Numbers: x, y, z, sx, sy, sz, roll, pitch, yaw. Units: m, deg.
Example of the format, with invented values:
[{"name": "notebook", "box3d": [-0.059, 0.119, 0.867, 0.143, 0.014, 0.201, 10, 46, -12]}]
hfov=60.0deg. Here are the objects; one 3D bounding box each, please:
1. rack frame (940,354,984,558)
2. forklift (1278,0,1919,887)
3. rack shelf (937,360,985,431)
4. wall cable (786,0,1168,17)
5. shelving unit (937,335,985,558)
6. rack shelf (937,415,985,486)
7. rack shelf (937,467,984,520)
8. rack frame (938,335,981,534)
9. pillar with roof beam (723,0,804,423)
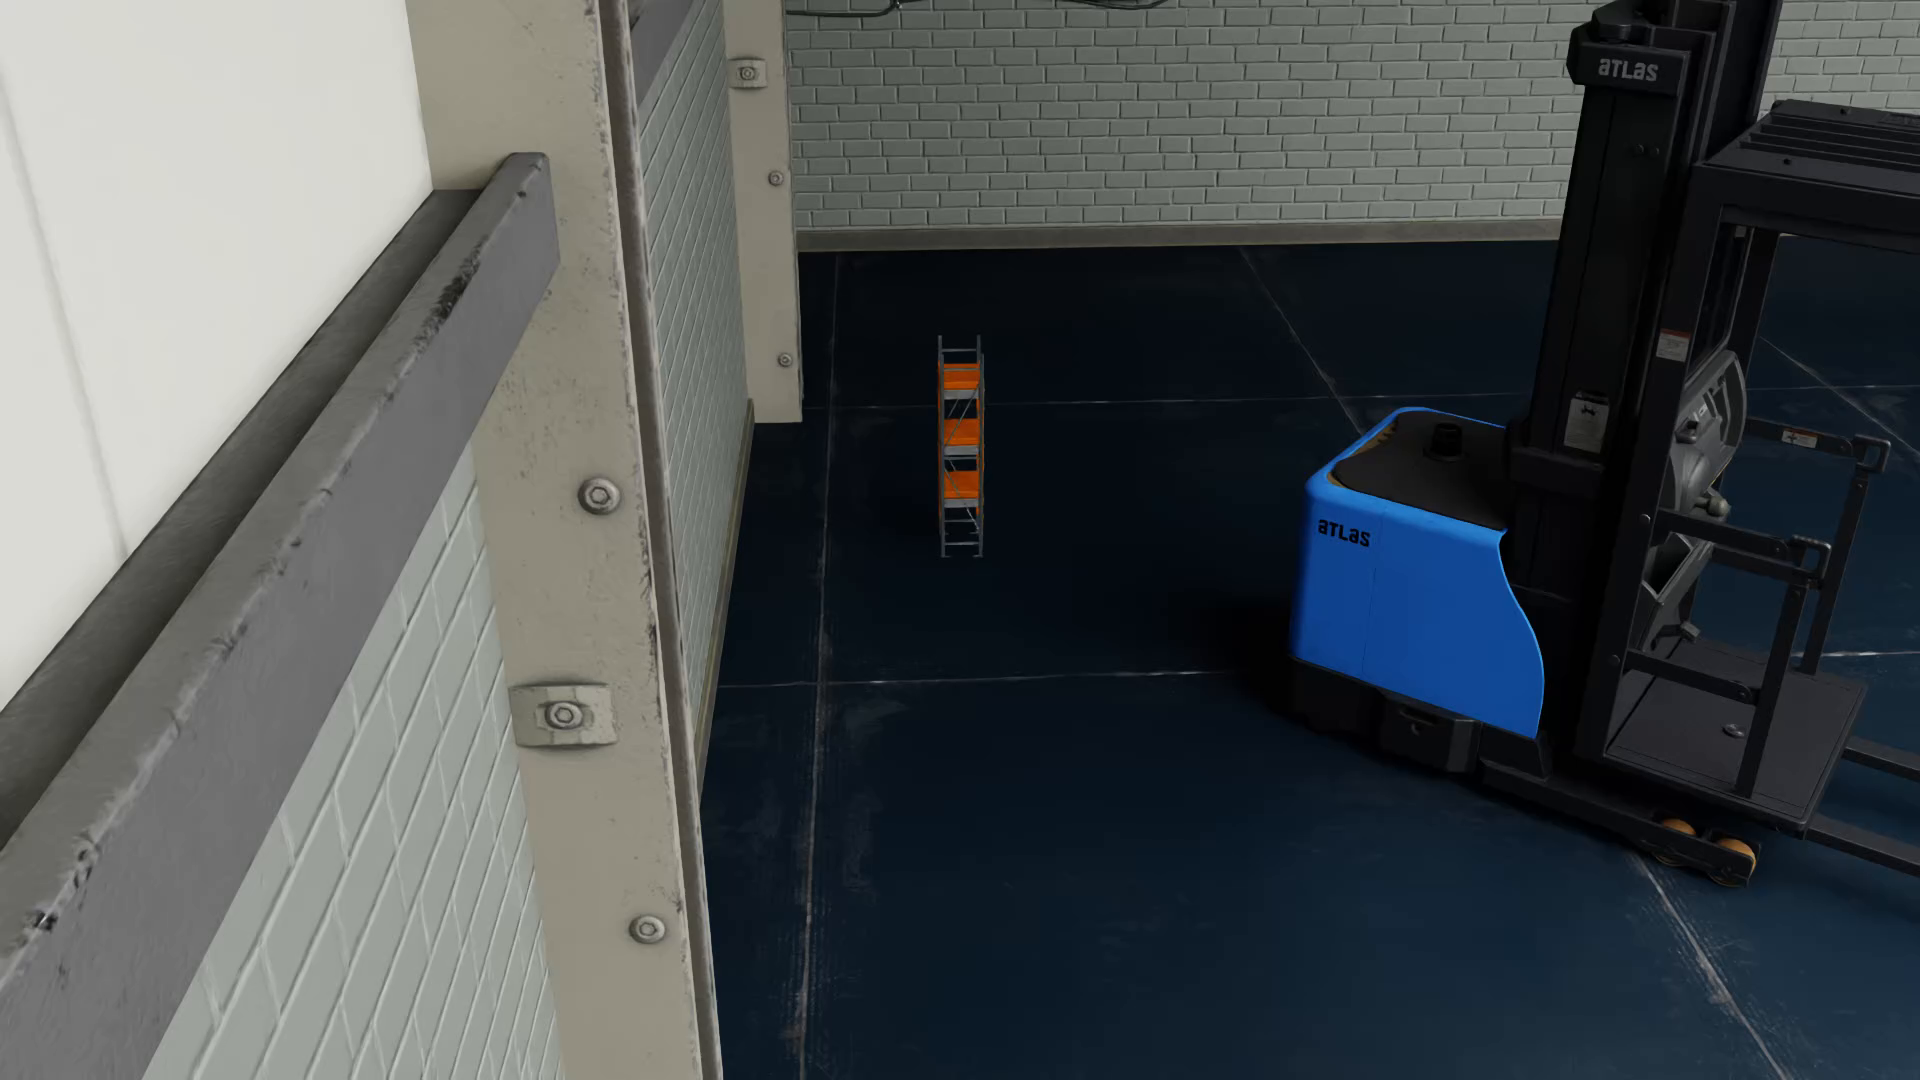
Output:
[{"name": "rack frame", "box3d": [0.009, -0.384, 7.852, 0.200, 1.050, 0.008, -1, 28, -3]}, {"name": "forklift", "box3d": [2.797, -0.351, 5.754, 3.031, 2.935, 1.130, 19, 33, 32]}, {"name": "rack shelf", "box3d": [0.003, -0.683, 7.834, 0.215, 0.259, 0.240, -1, 28, -3]}, {"name": "wall cable", "box3d": [0.095, -4.772, 11.026, 3.097, 2.526, 0.112, -1, 28, -3]}, {"name": "shelving unit", "box3d": [0.003, -0.441, 7.960, 0.215, 1.050, 0.252, -1, 28, -3]}, {"name": "rack shelf", "box3d": [0.003, -0.431, 7.965, 0.215, 0.259, 0.240, -1, 28, -3]}, {"name": "rack shelf", "box3d": [0.003, -0.185, 8.093, 0.215, 0.259, 0.240, -1, 28, -3]}, {"name": "rack frame", "box3d": [-0.004, -0.497, 8.068, 0.200, 1.050, 0.008, -1, 28, -3]}, {"name": "pillar with roof beam", "box3d": [3.227, -4.860, 7.838, 9.100, 9.000, 0.400, -1, 28, -3]}]
